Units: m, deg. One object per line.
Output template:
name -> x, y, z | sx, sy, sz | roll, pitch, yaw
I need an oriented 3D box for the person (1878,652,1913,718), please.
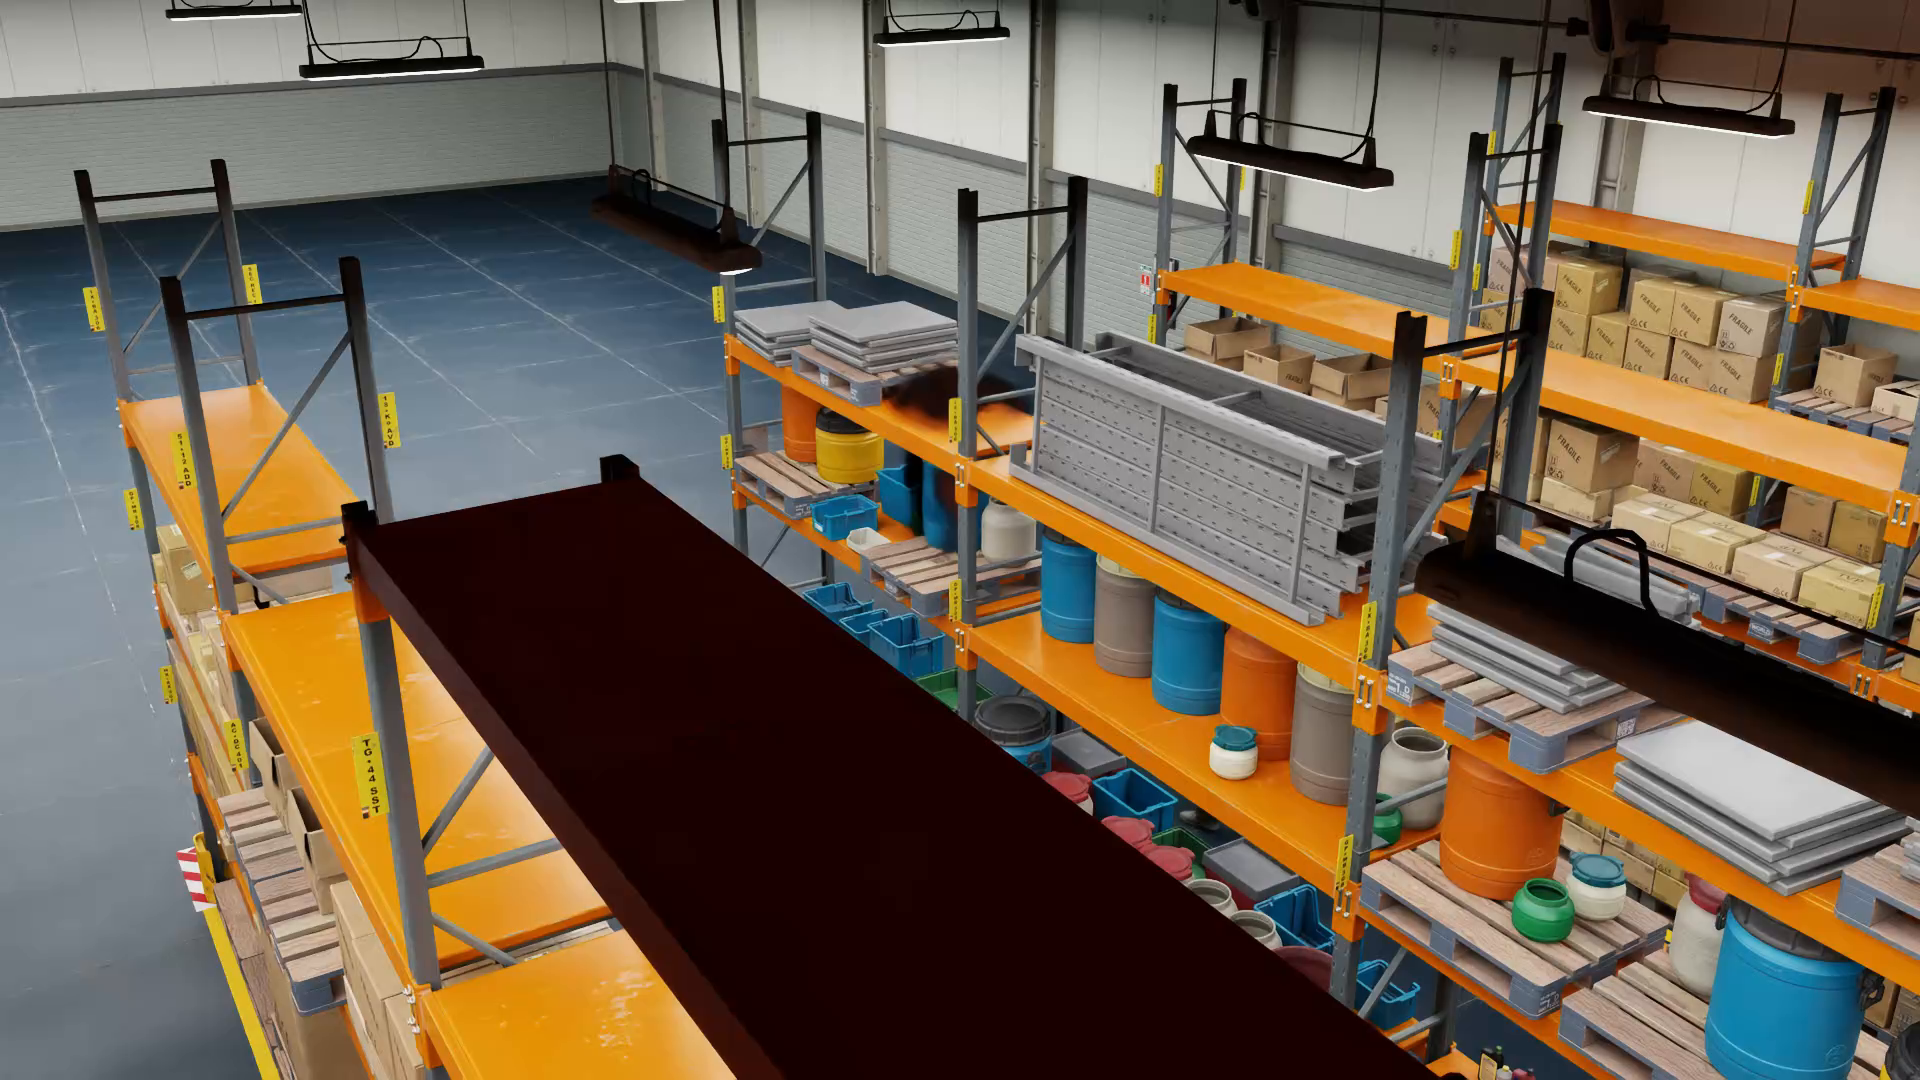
person -> 8.445, 1.554, 15.156 | 0.551, 1.724, 1.088 | -17, 27, -36

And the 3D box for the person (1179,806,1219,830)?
person -> 2.248, 1.751, 14.664 | 0.544, 1.778, 0.678 | 10, 24, 23
